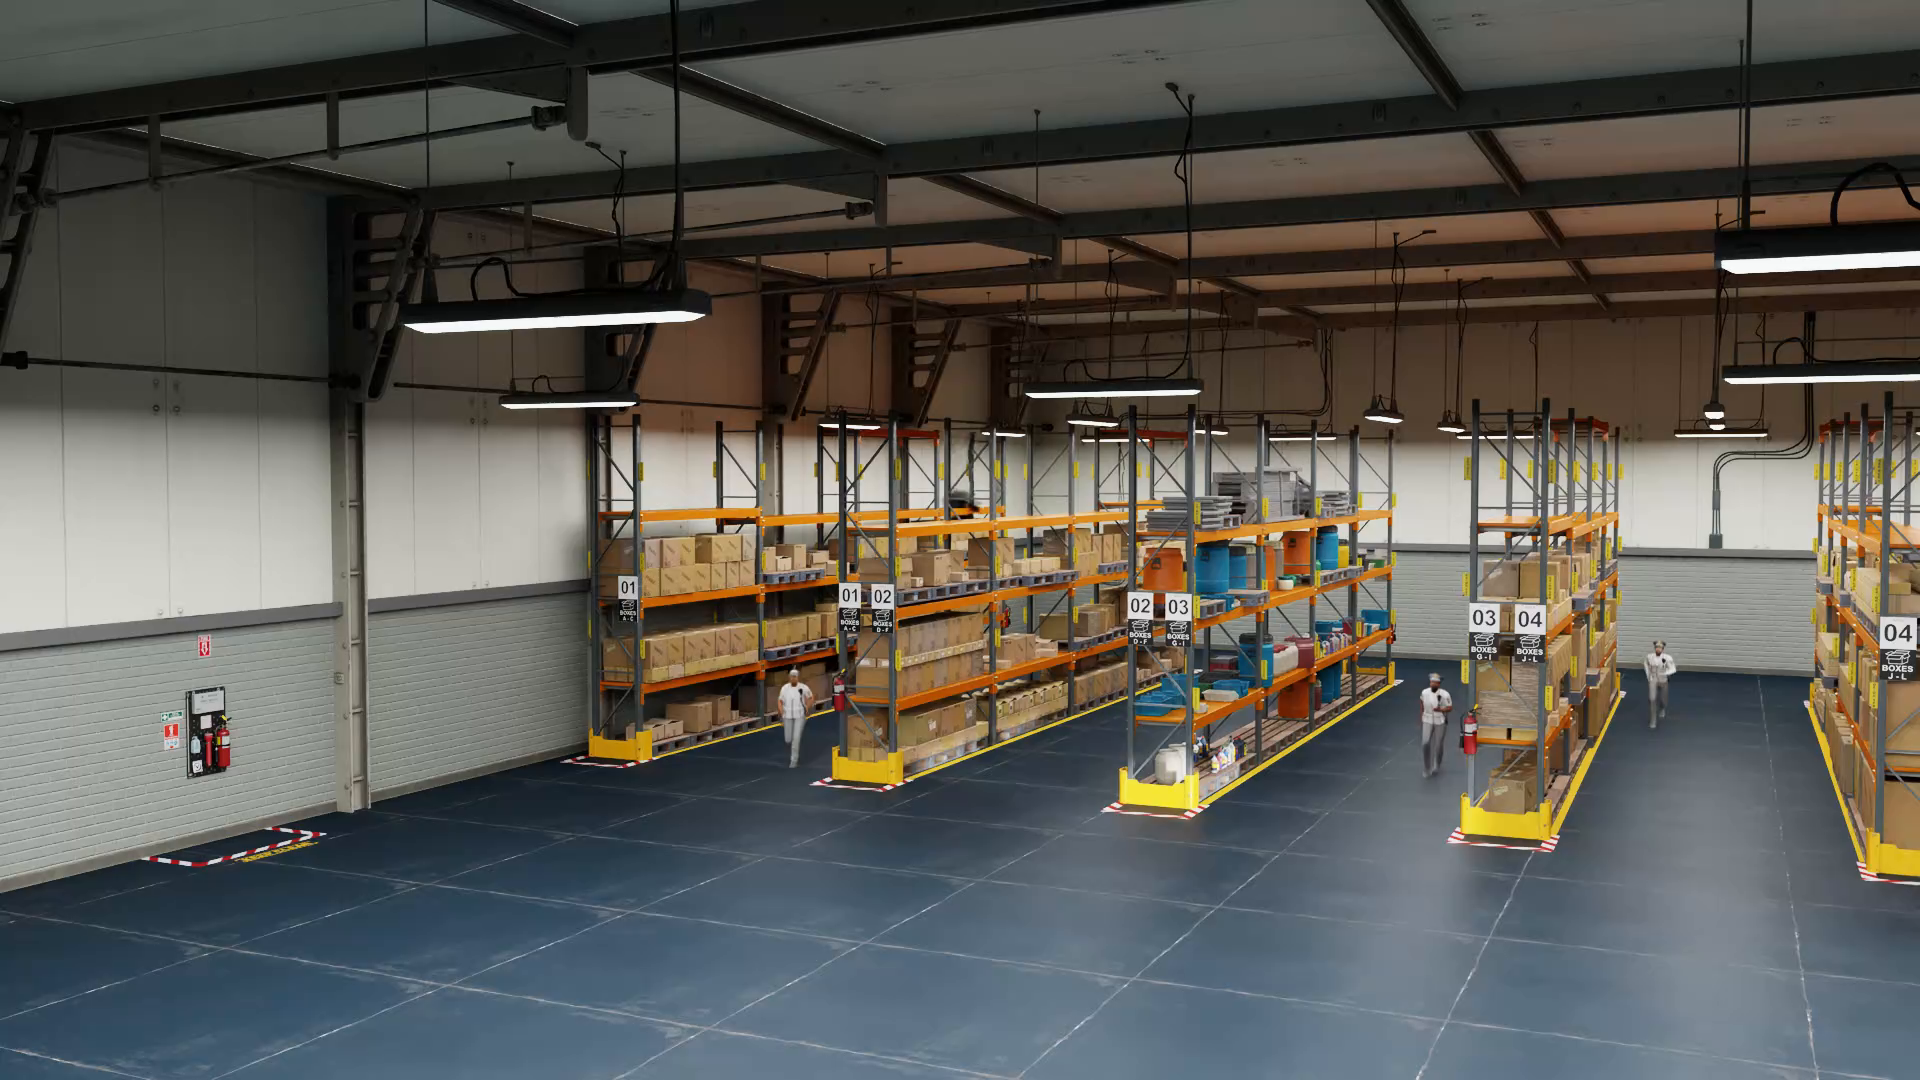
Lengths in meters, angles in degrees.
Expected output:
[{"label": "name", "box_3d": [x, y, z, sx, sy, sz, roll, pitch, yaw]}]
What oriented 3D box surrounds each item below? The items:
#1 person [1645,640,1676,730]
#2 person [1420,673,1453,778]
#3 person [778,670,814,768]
[{"label": "person", "box_3d": [13.771, 2.820, 32.708, 0.580, 1.716, 1.062, 1, 3, 25]}, {"label": "person", "box_3d": [7.830, 3.045, 27.366, 0.554, 1.739, 0.792, 1, 3, 22]}, {"label": "person", "box_3d": [-2.809, 3.045, 28.405, 0.615, 1.651, 0.715, 0, 2, 5]}]
